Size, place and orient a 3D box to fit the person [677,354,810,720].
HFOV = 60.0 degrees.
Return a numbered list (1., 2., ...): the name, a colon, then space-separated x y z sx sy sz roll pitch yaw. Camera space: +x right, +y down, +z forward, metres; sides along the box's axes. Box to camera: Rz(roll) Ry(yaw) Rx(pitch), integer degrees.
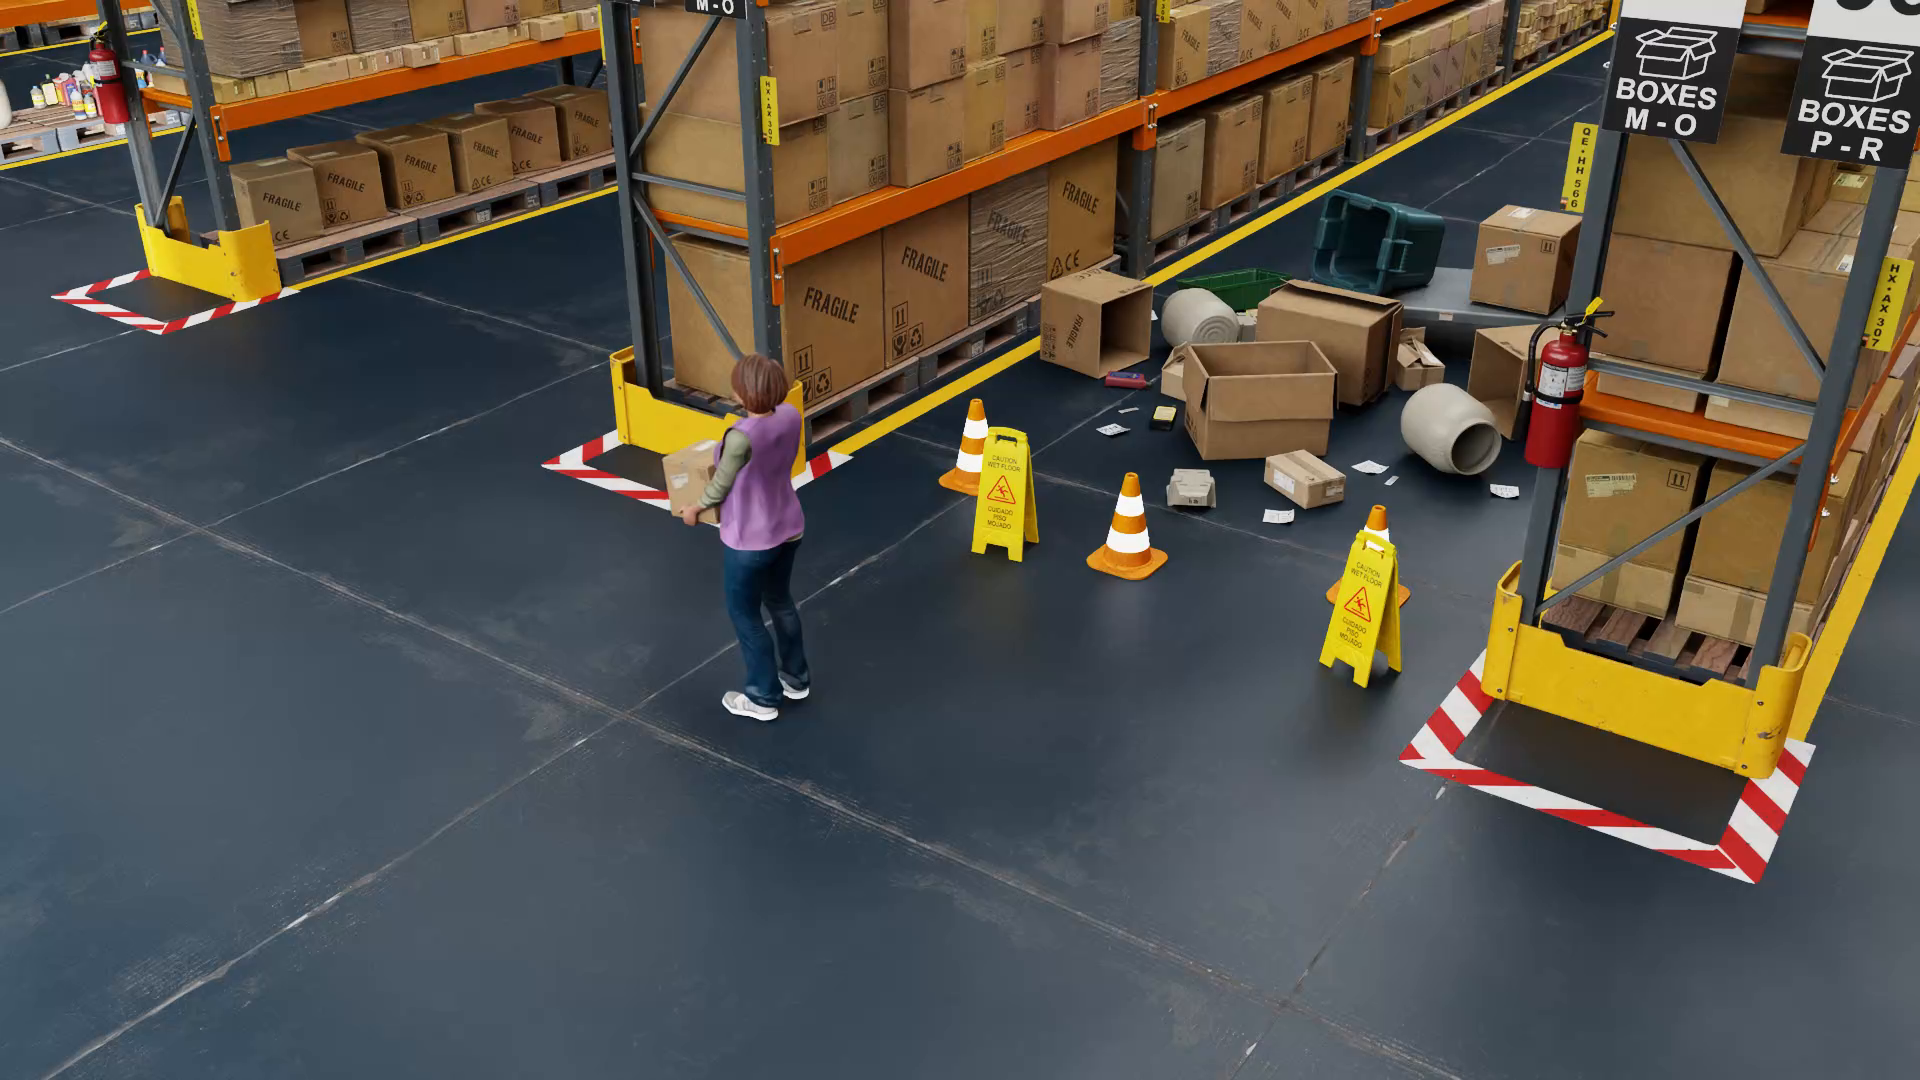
1. person: -0.863 -0.023 6.704 0.492 1.566 0.405 18 32 31
